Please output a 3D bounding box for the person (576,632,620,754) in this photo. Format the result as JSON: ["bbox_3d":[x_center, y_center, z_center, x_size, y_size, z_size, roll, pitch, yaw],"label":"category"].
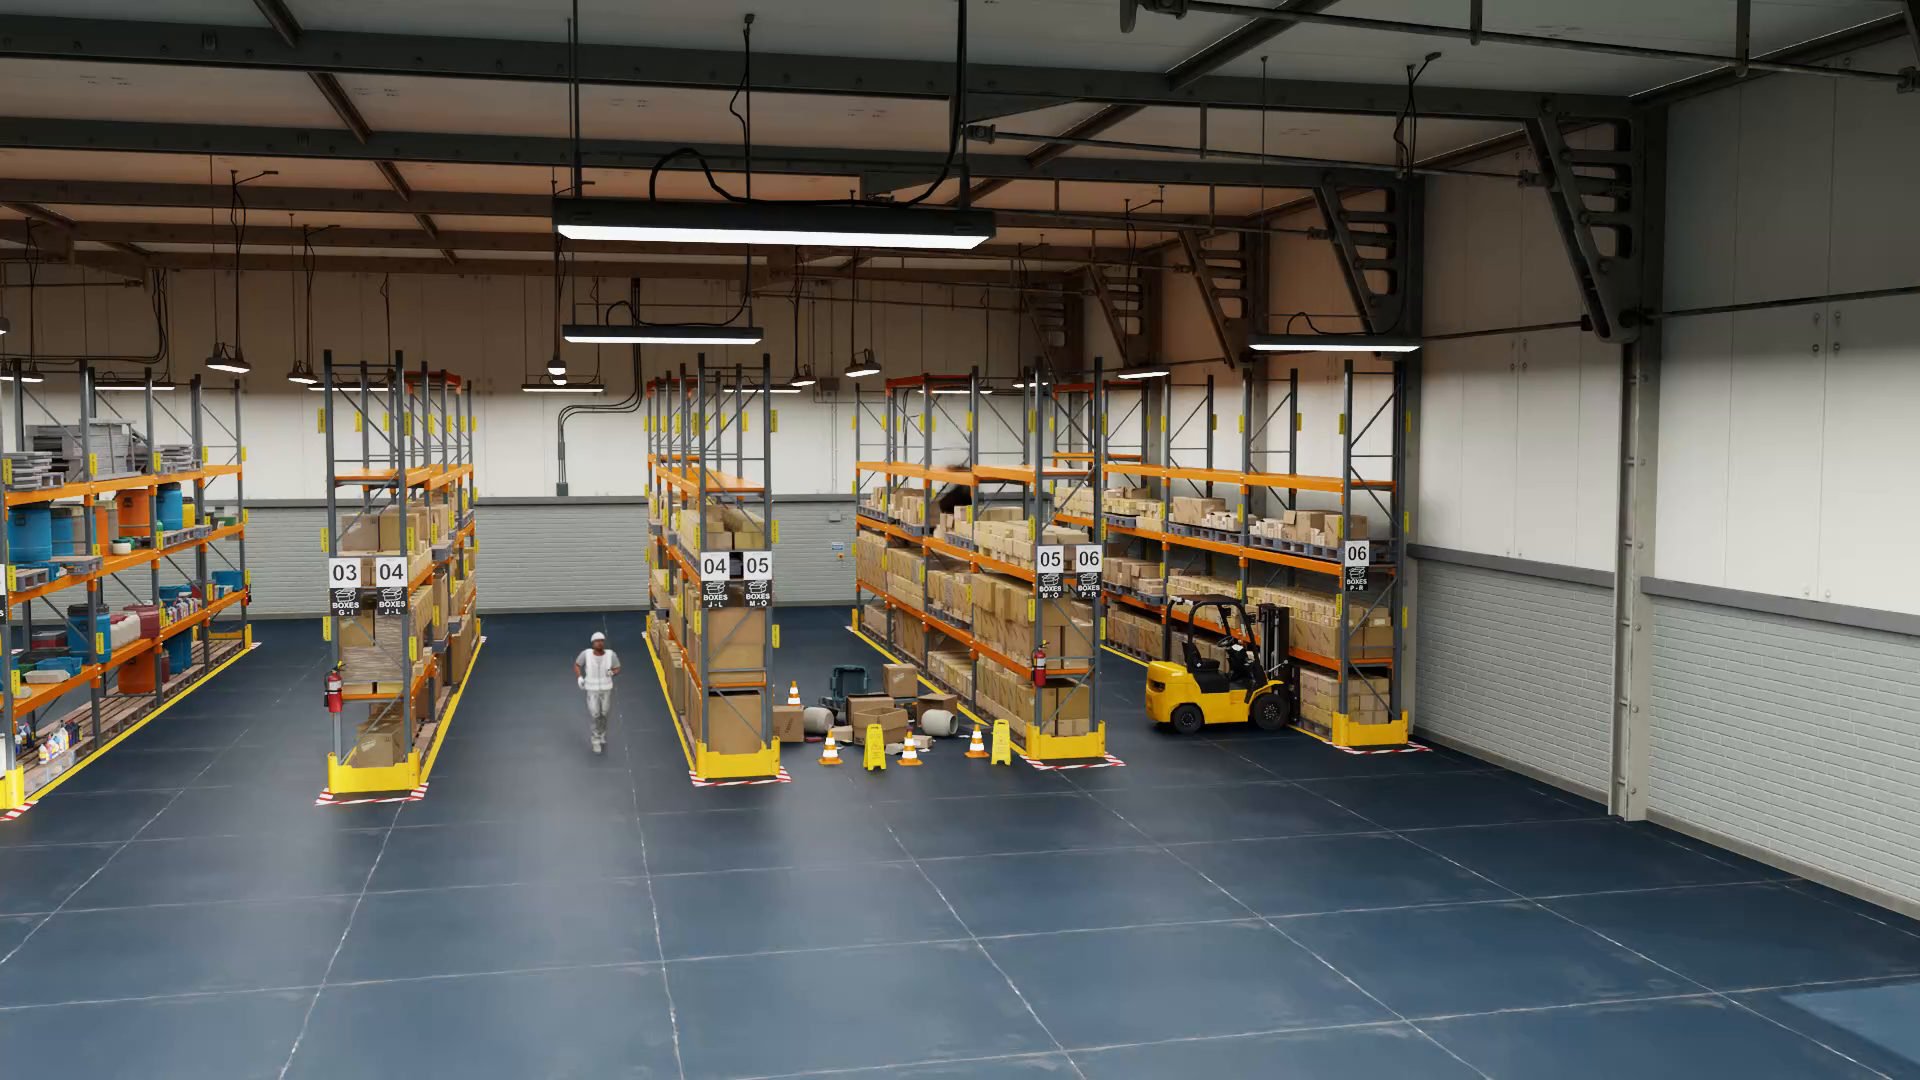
[{"bbox_3d":[-5.538,2.317,25.555,0.646,1.812,0.826,-2,4,-21],"label":"person"}]
